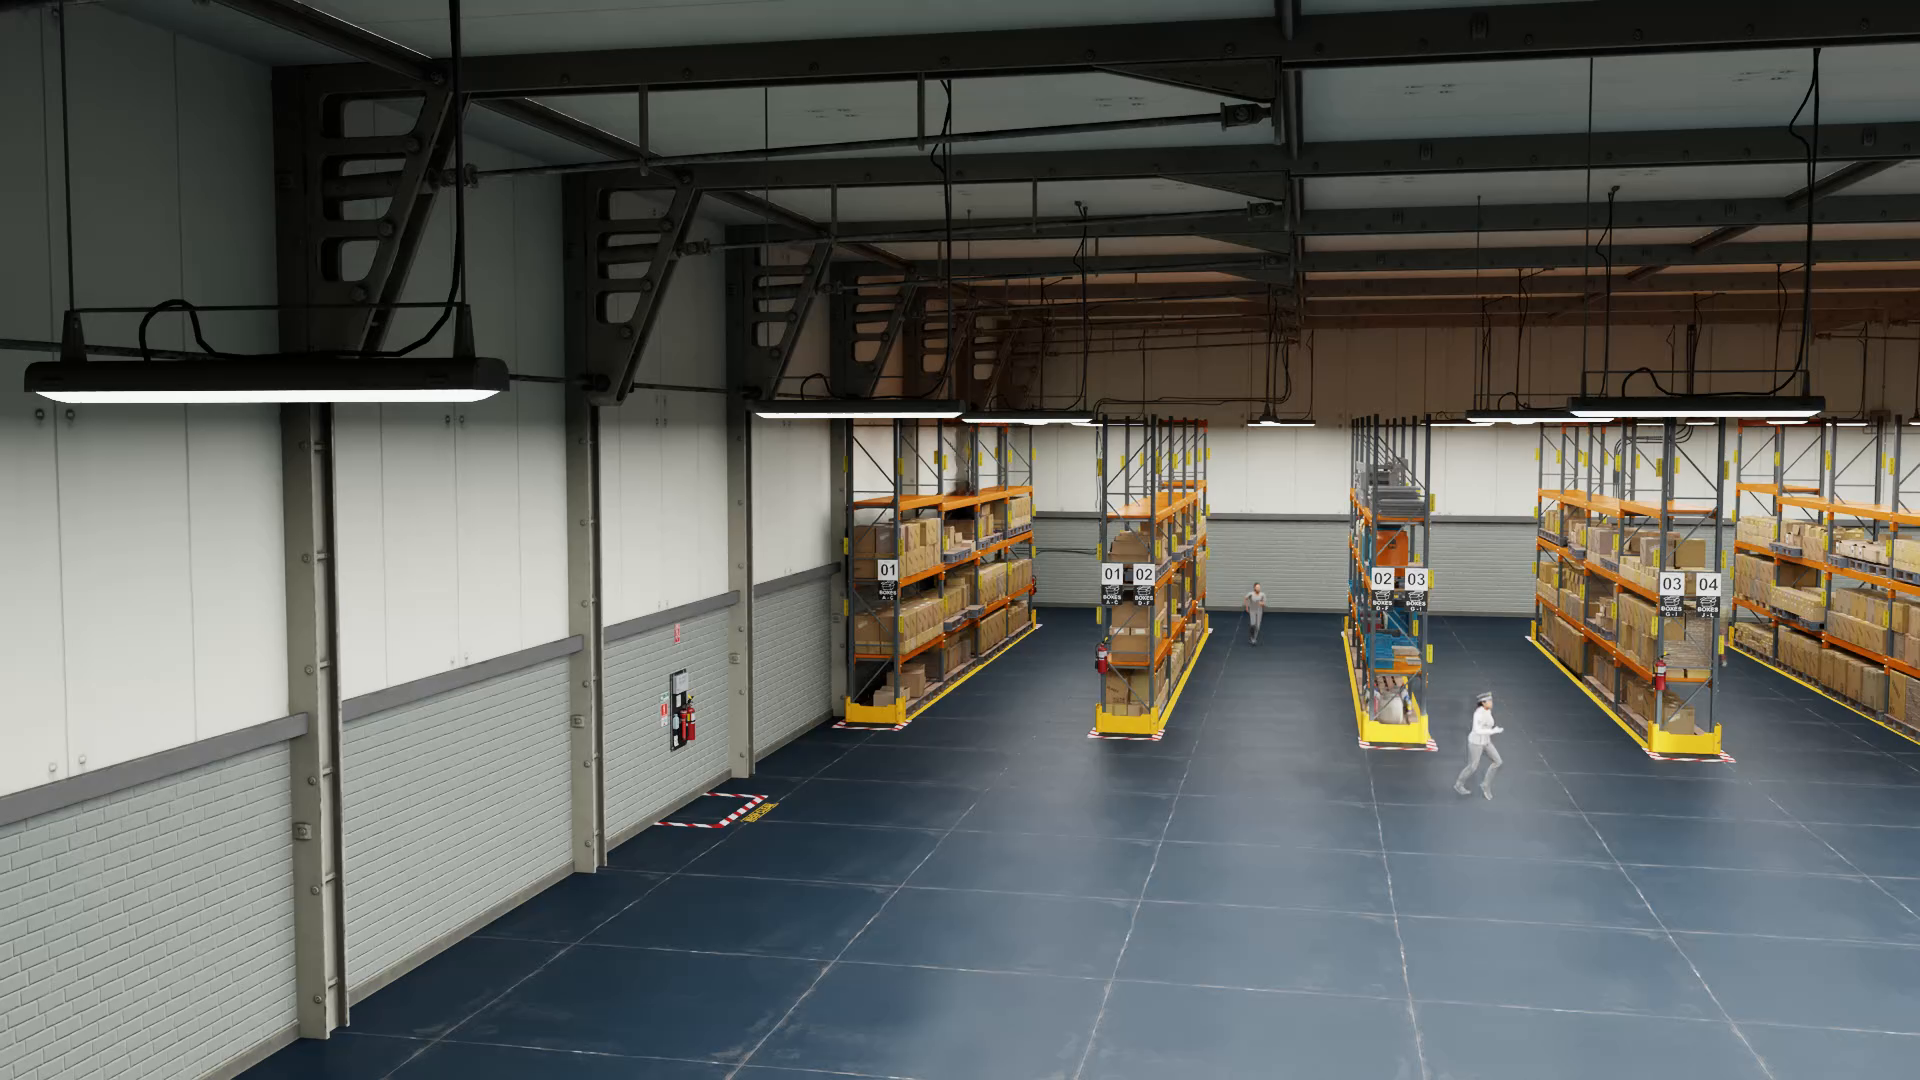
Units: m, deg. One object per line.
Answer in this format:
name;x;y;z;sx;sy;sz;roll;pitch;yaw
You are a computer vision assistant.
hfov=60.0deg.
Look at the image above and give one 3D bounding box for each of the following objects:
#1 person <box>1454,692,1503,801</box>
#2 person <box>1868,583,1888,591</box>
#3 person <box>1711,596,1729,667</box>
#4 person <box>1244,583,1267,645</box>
person;8.035;3.167;25.724;0.798;1.691;0.640;3;5;41
person;25.071;1.807;45.453;0.918;1.834;0.671;0;4;1
person;18.435;2.189;40.432;0.529;1.696;0.887;1;4;12
person;7.855;1.952;44.184;0.550;1.645;0.720;0;4;0
